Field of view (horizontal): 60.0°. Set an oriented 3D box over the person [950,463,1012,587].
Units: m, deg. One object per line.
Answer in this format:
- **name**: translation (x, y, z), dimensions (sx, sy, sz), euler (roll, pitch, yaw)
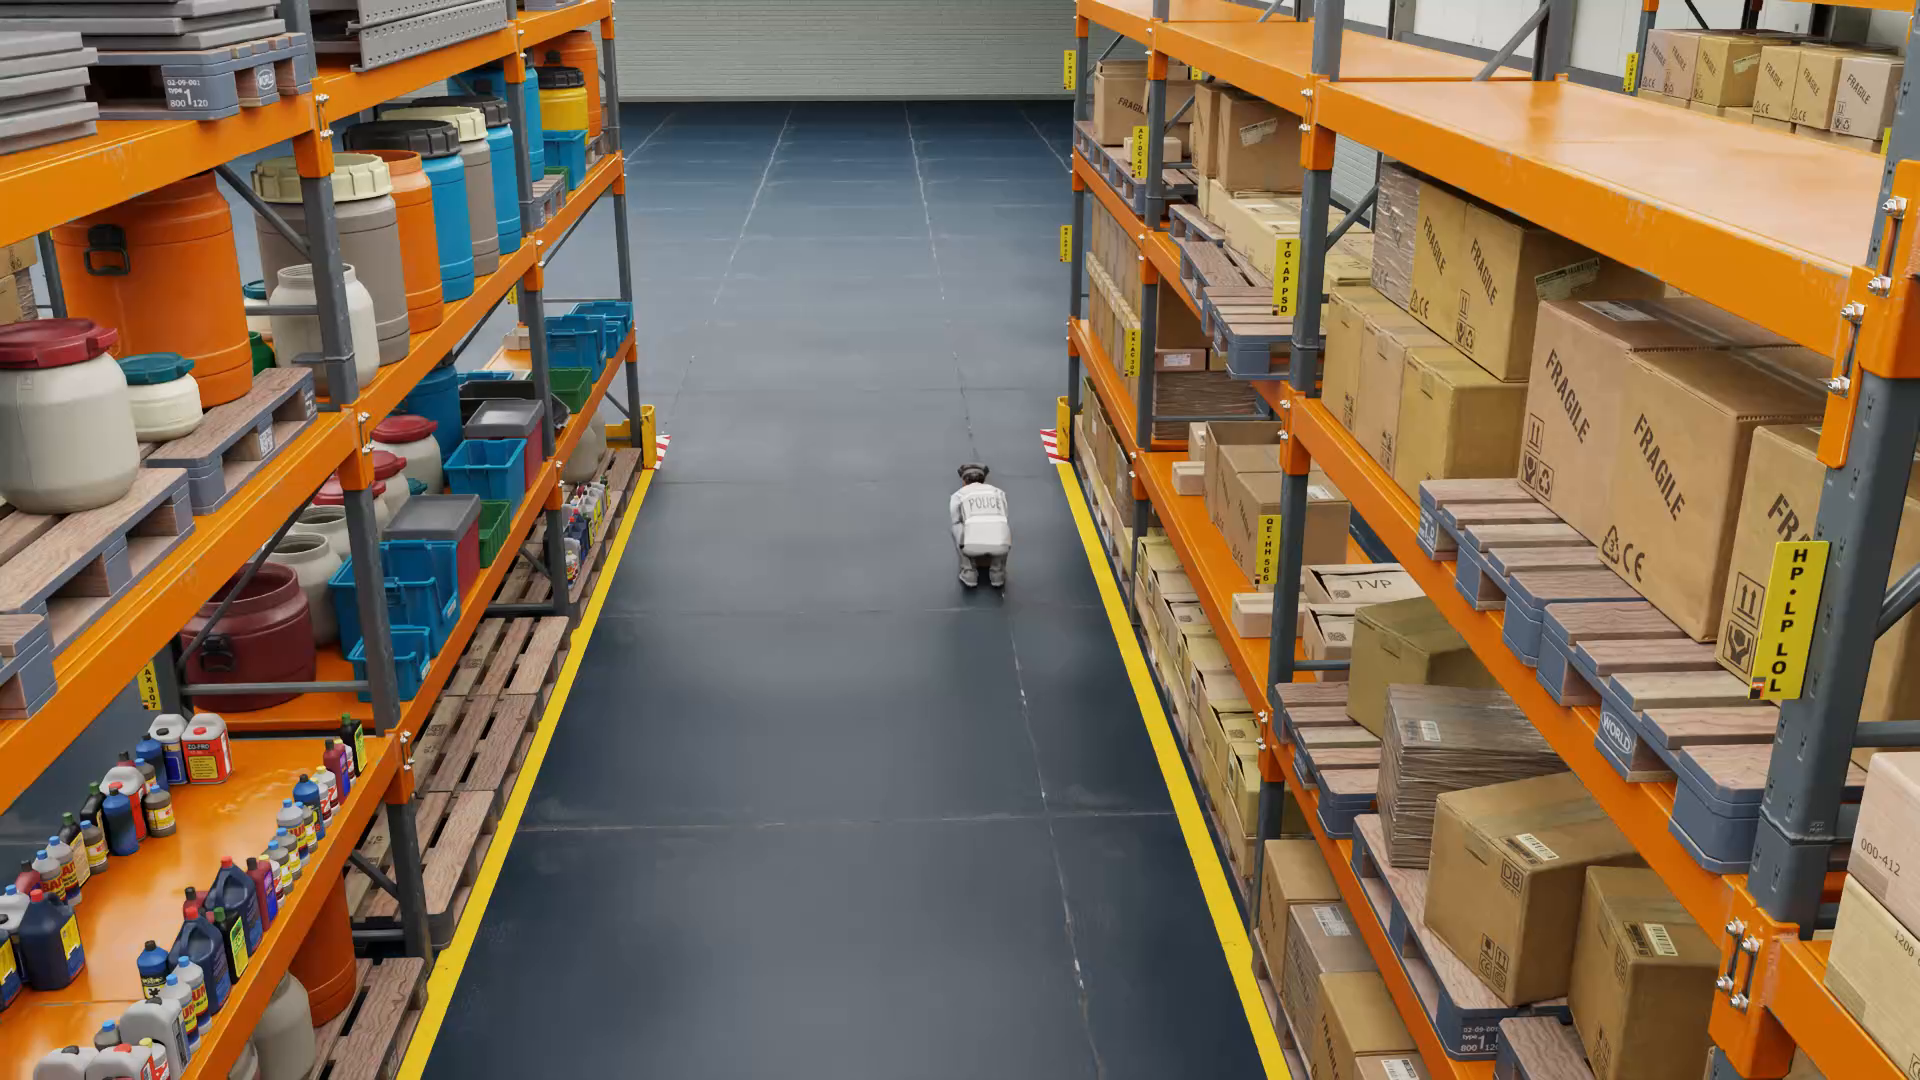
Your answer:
- **person**: translation (0.161, -0.099, 12.566), dimensions (0.461, 0.847, 0.864), euler (-1, 21, -3)
